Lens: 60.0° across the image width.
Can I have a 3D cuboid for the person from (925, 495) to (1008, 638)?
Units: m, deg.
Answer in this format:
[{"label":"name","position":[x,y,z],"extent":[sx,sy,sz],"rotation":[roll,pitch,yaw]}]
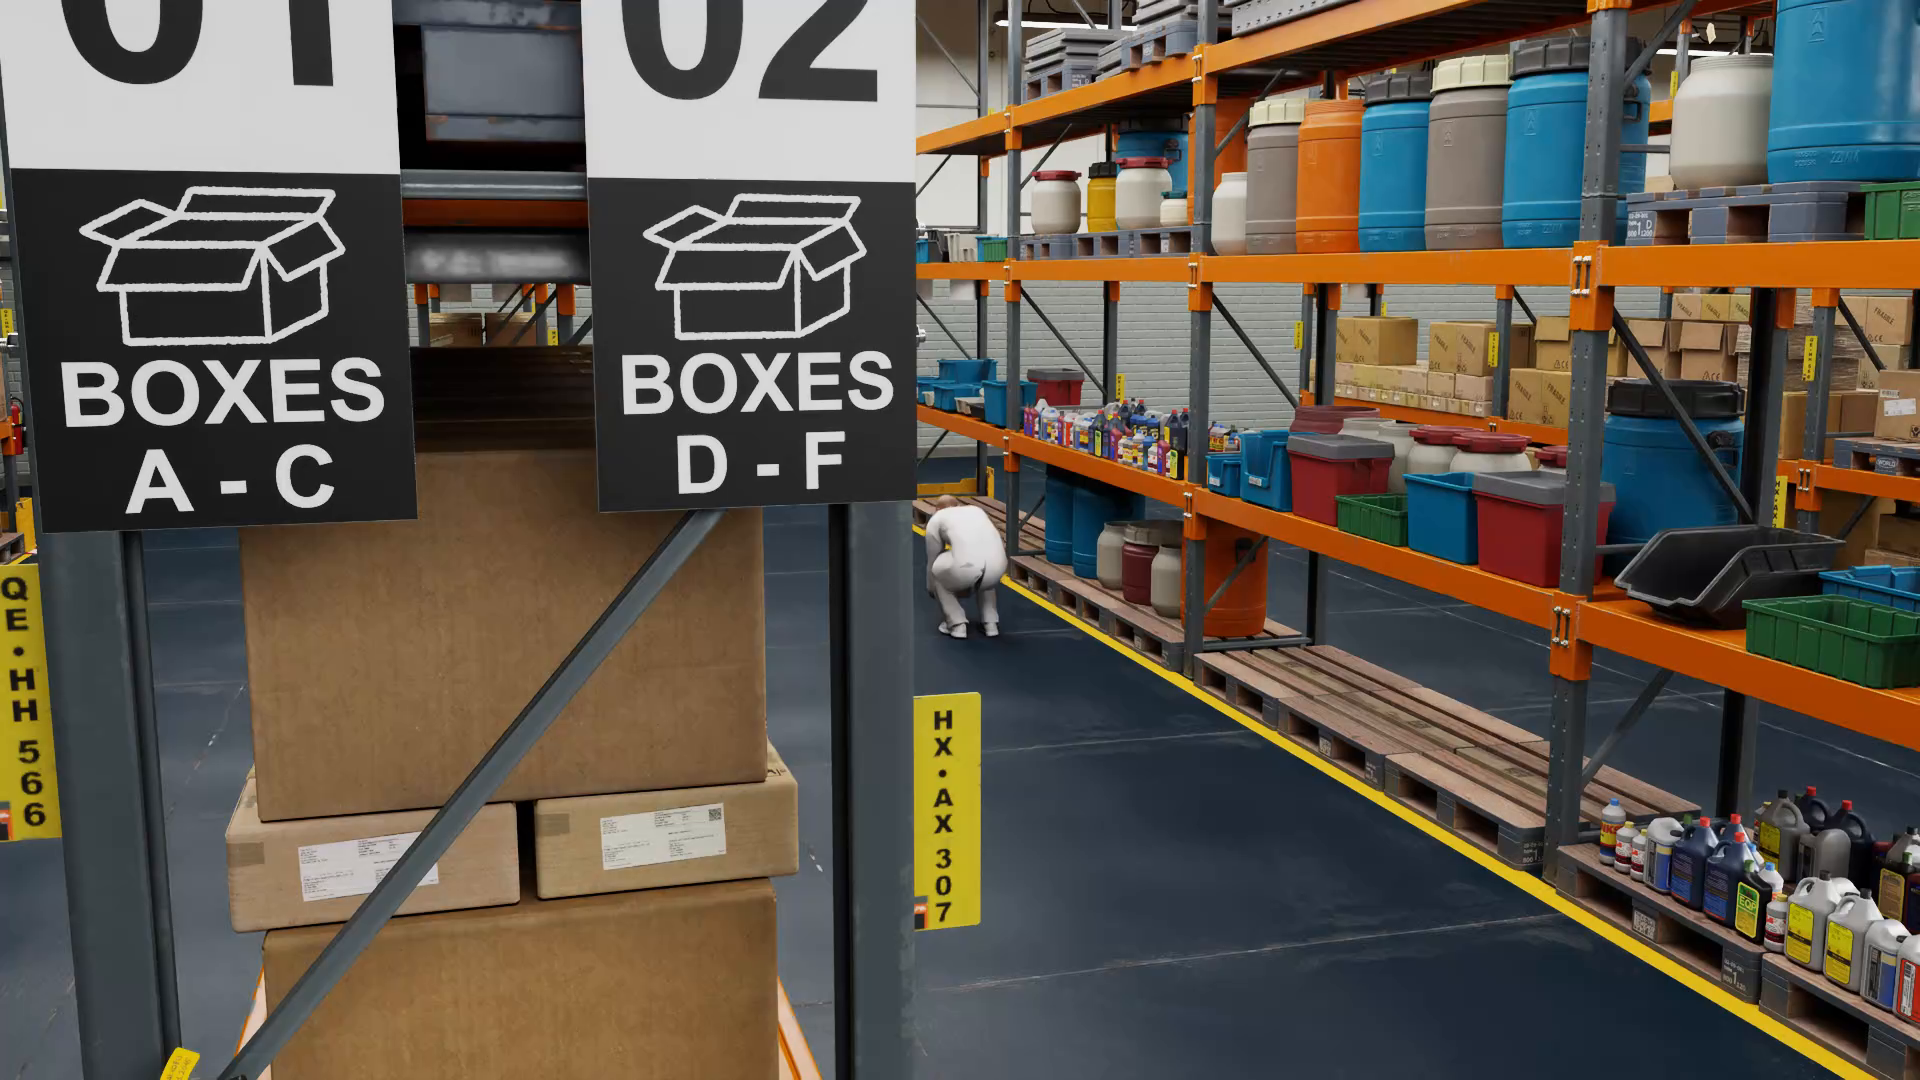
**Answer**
[{"label":"person","position":[0.038,0.194,12.661],"extent":[0.584,1.005,0.937],"rotation":[-3,10,-18]}]
